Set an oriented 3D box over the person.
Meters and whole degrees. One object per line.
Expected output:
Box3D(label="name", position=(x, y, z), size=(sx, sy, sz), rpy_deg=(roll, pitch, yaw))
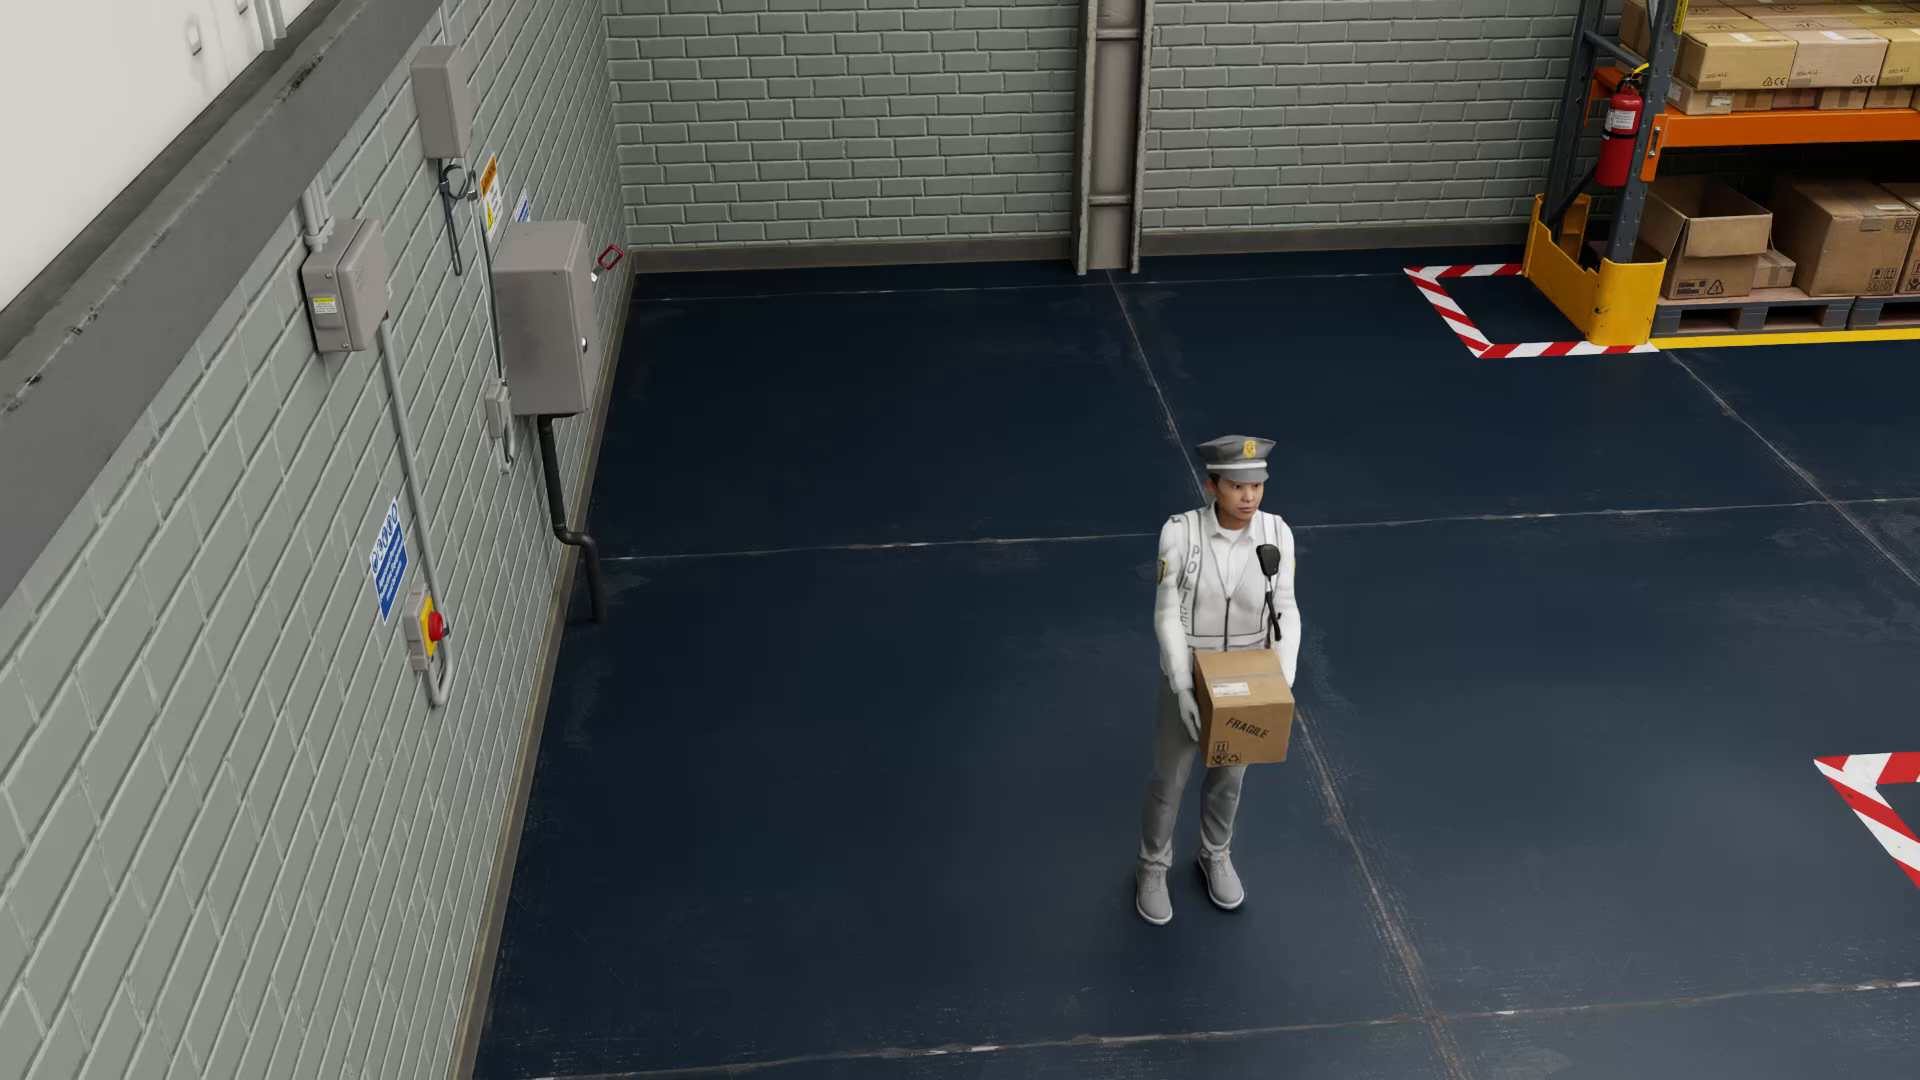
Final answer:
Box3D(label="person", position=(0.836, 0.486, 5.343), size=(0.492, 1.653, 0.502), rpy_deg=(-3, 31, -4))
